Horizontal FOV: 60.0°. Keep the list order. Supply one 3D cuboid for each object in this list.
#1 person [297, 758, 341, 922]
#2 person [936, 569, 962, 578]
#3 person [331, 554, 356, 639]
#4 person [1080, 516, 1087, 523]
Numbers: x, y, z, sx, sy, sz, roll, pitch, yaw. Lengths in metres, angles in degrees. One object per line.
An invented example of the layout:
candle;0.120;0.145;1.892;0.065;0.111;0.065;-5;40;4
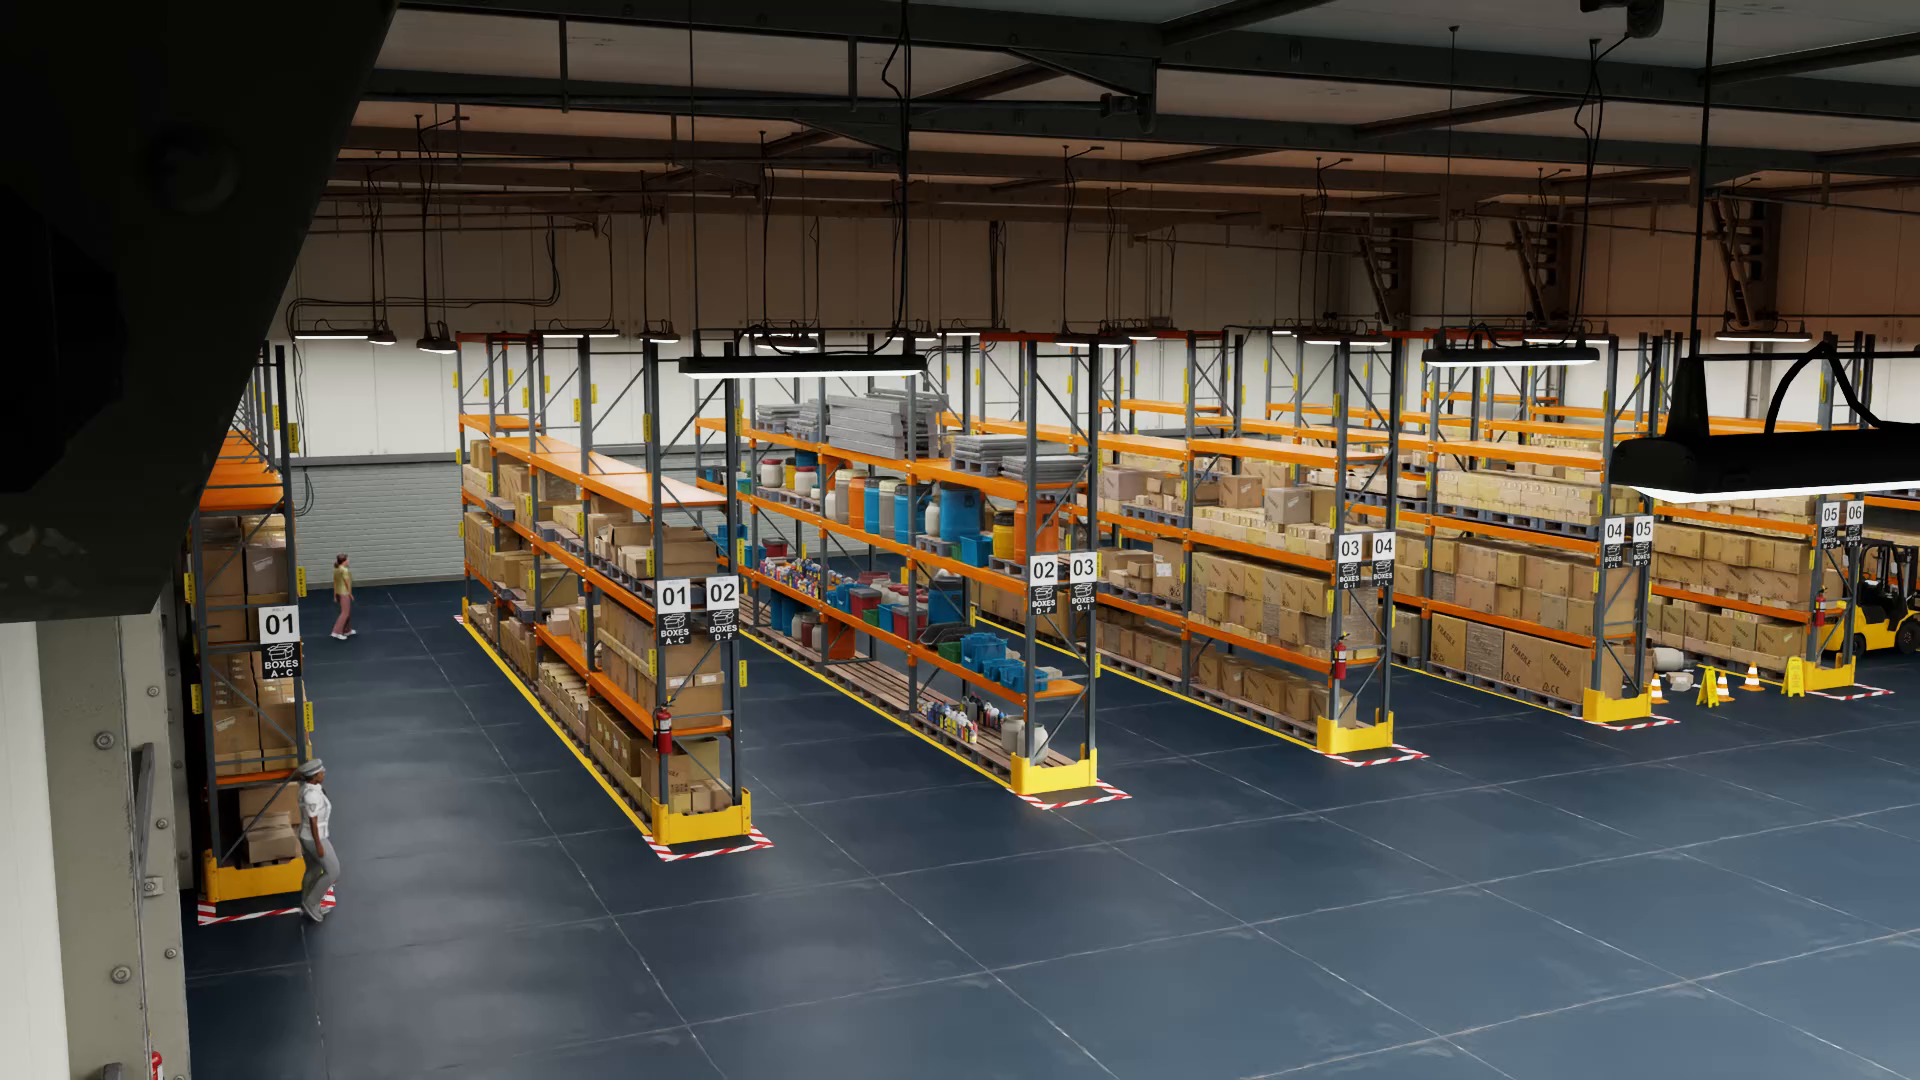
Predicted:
person;-6.765;3.145;17.505;0.406;1.701;0.481;-4;8;-25
person;-0.182;1.112;32.611;0.690;1.687;0.634;-2;8;-13
person;-12.122;1.098;32.660;0.541;1.664;0.691;7;10;42
person;3.150;-0.145;41.841;0.489;1.680;0.440;8;11;44
